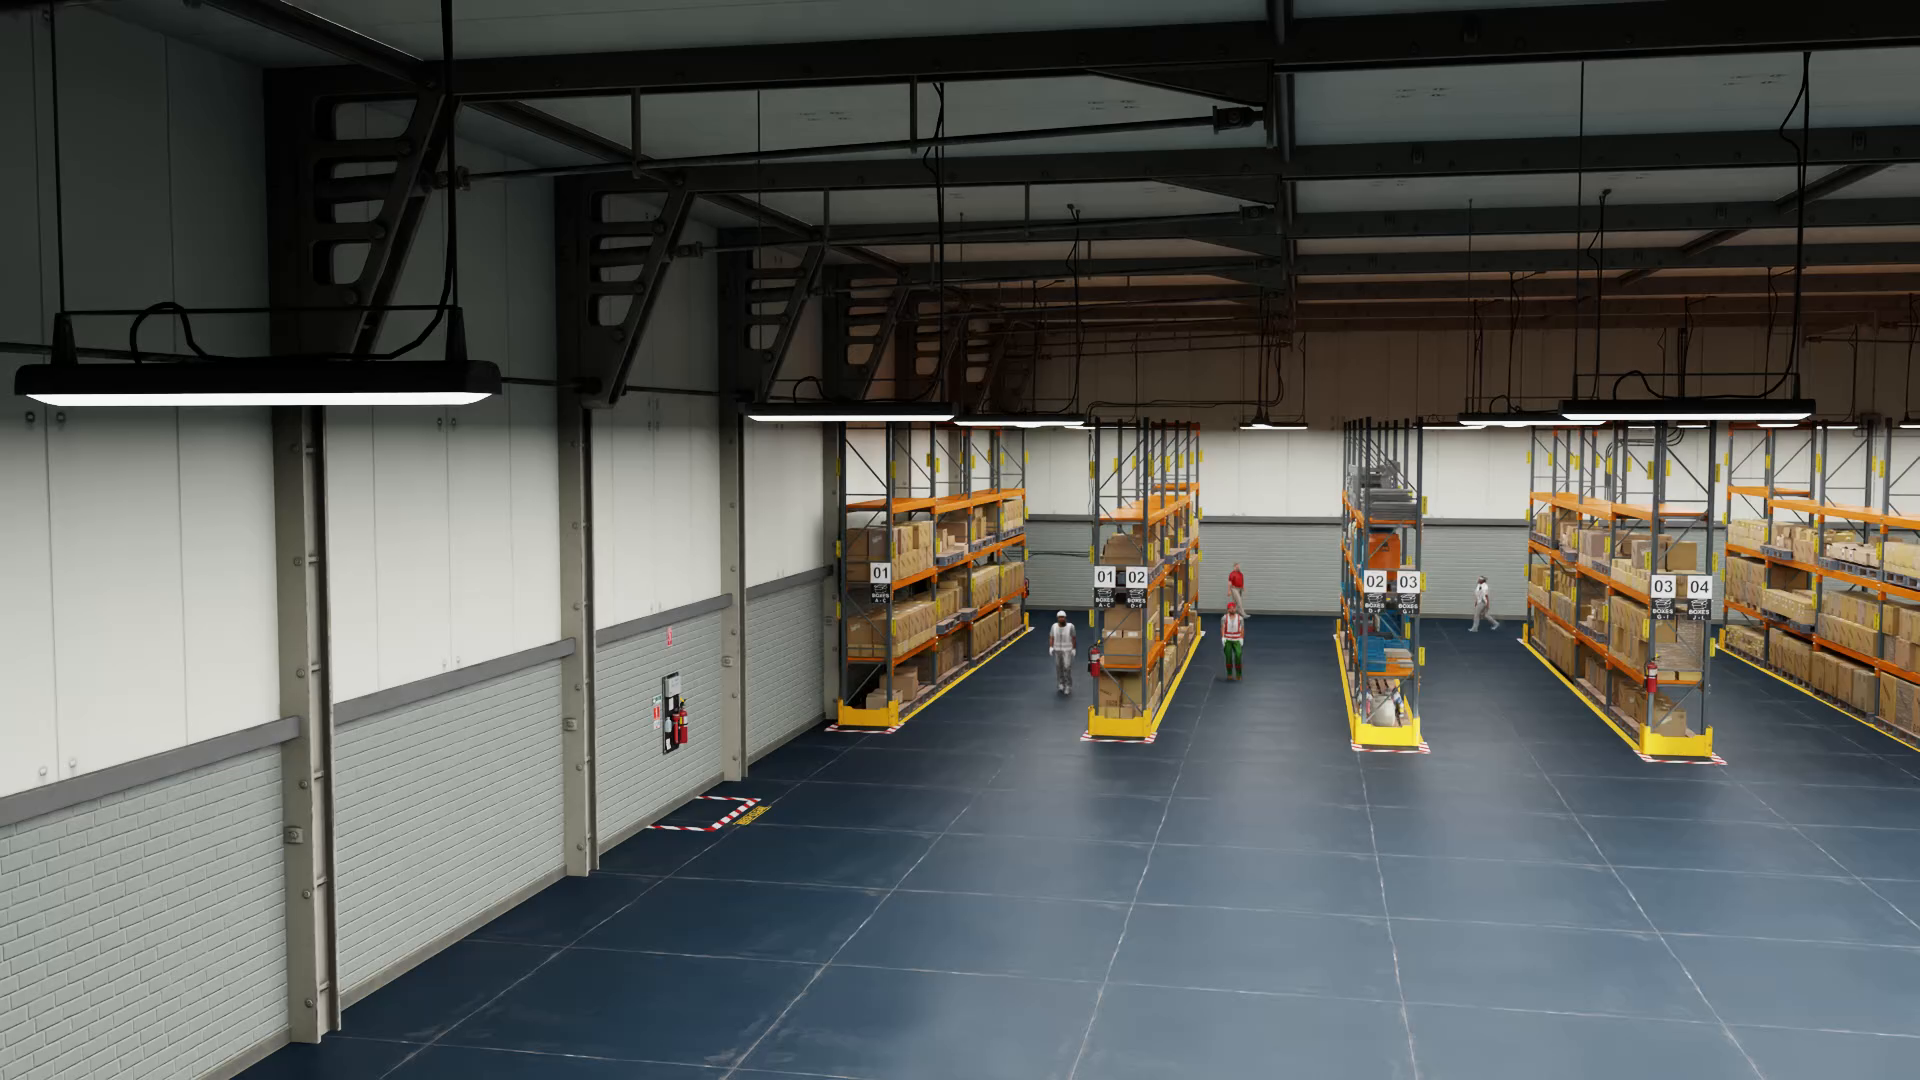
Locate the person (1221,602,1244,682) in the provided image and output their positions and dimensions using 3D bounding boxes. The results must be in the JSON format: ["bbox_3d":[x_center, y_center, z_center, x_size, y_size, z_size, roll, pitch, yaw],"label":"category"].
[{"bbox_3d":[6.270,2.369,38.301,0.531,1.869,0.485,1,4,13],"label":"person"}]

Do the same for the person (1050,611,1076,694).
[{"bbox_3d":[2.243,2.493,36.626,0.561,1.873,0.556,2,4,23],"label":"person"}]

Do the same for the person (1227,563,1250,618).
[{"bbox_3d":[8.572,1.560,50.961,0.557,1.679,1.003,-4,5,-45],"label":"person"}]

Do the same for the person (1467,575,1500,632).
[{"bbox_3d":[15.004,1.802,47.614,0.960,1.642,0.459,0,4,3],"label":"person"}]
